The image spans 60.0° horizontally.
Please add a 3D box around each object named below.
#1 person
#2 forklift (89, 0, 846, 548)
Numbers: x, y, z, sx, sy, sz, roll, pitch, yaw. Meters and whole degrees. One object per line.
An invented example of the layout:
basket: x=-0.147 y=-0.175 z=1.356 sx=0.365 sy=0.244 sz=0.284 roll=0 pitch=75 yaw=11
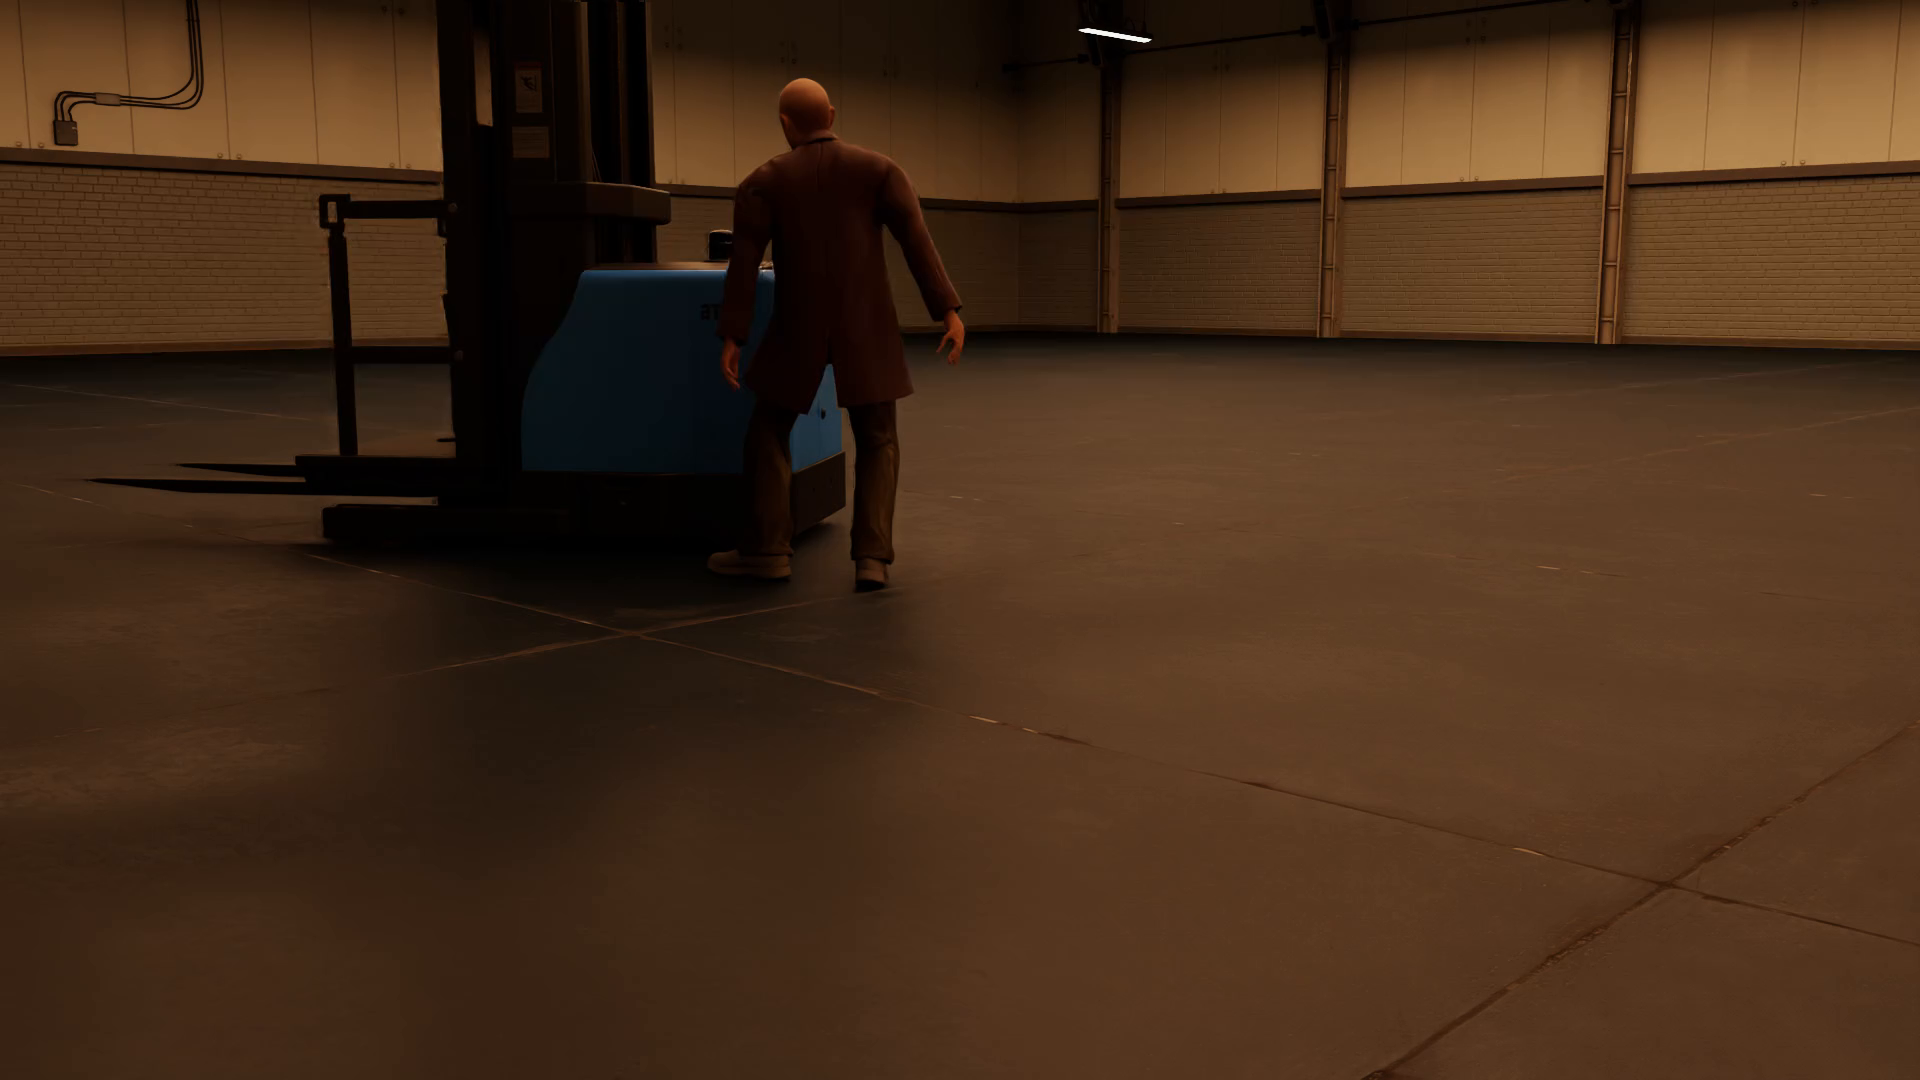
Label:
person: x=-0.447 y=-0.695 z=5.724 sx=0.932 sy=1.754 sz=0.529 roll=1 pitch=9 yaw=4
forklift: x=-2.057 y=-1.494 z=6.793 sx=3.031 sy=2.935 sz=1.130 roll=1 pitch=9 yaw=8
